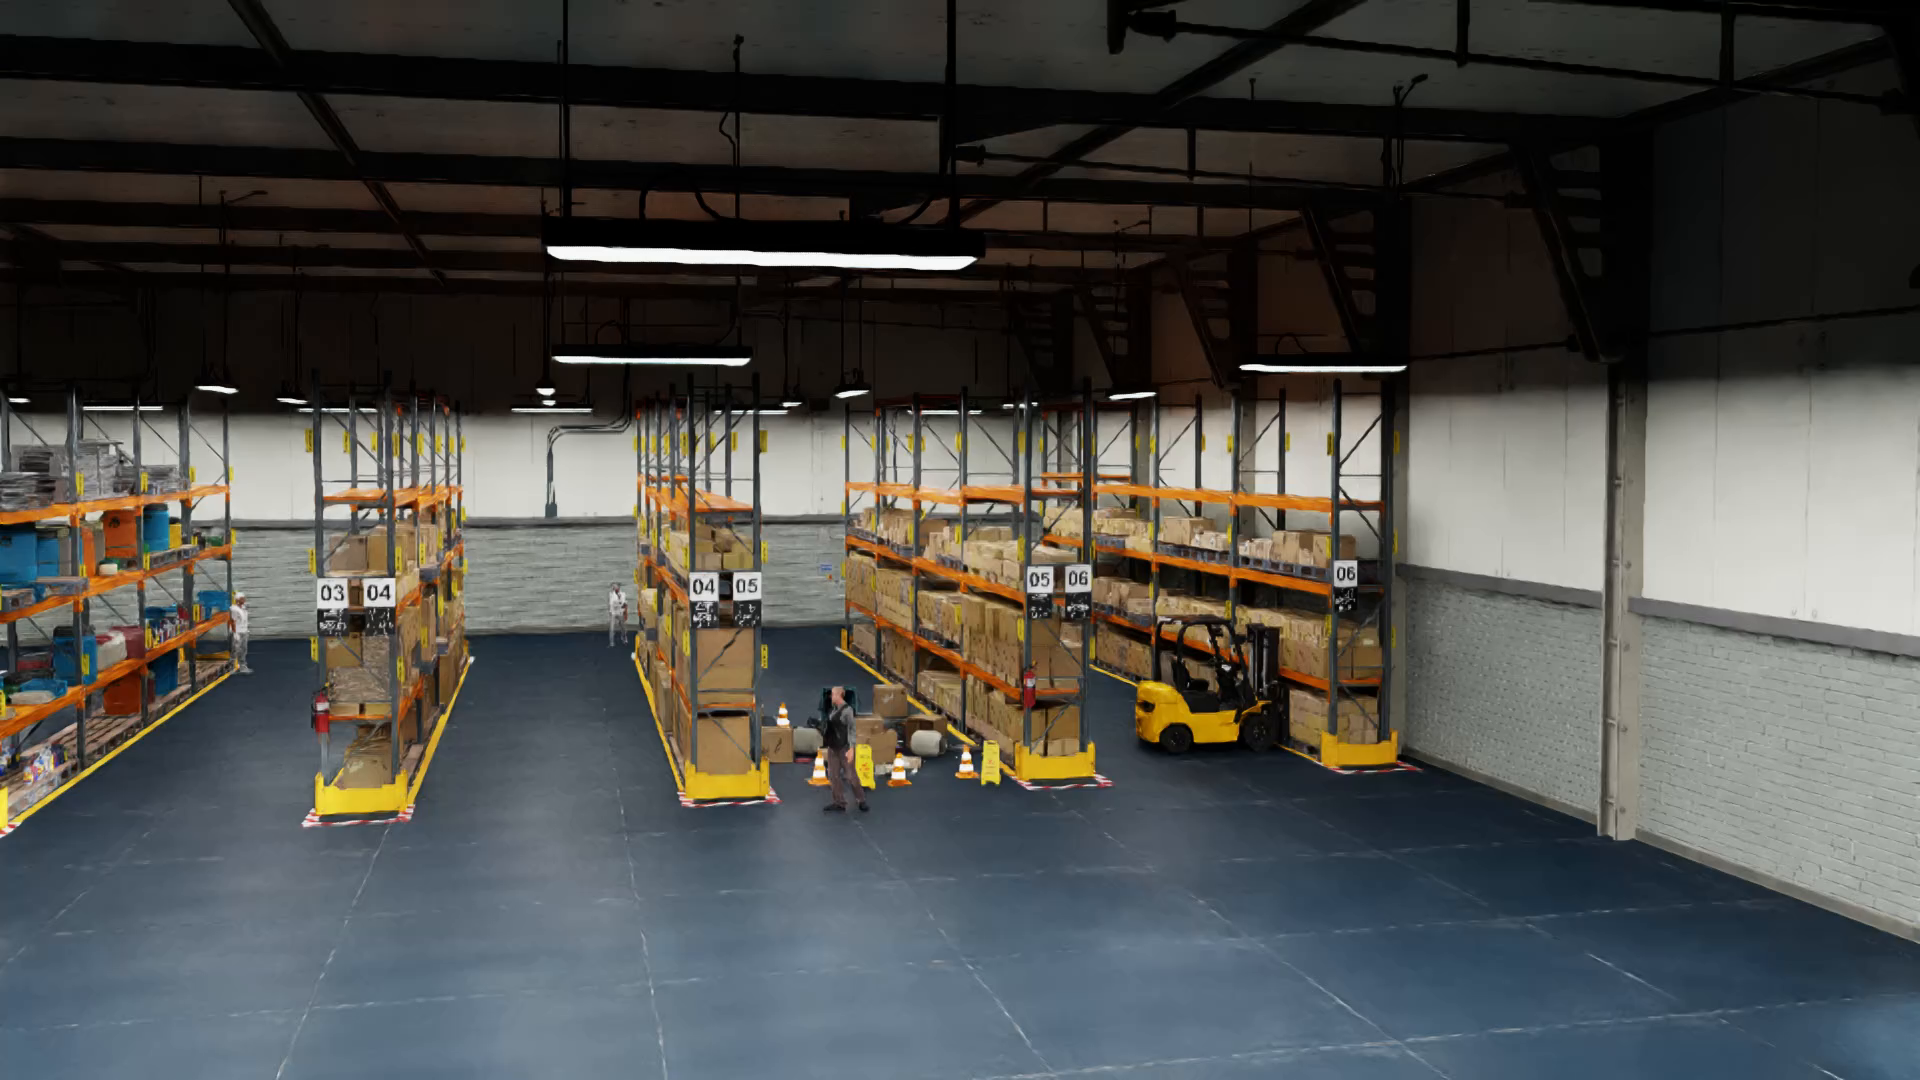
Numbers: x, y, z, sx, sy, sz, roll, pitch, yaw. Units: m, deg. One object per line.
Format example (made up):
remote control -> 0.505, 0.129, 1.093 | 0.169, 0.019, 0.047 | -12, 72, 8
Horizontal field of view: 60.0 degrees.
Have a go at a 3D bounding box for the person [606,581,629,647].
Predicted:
person -> -8.427, 1.810, 41.023 | 0.472, 1.632, 0.914 | 0, 3, 3

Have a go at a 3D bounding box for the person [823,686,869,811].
person -> -1.565, 2.842, 22.720 | 0.538, 1.715, 0.631 | -3, 4, -39

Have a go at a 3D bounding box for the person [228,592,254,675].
person -> -15.632, 2.010, 36.104 | 0.412, 1.782, 0.644 | 0, 3, 0
